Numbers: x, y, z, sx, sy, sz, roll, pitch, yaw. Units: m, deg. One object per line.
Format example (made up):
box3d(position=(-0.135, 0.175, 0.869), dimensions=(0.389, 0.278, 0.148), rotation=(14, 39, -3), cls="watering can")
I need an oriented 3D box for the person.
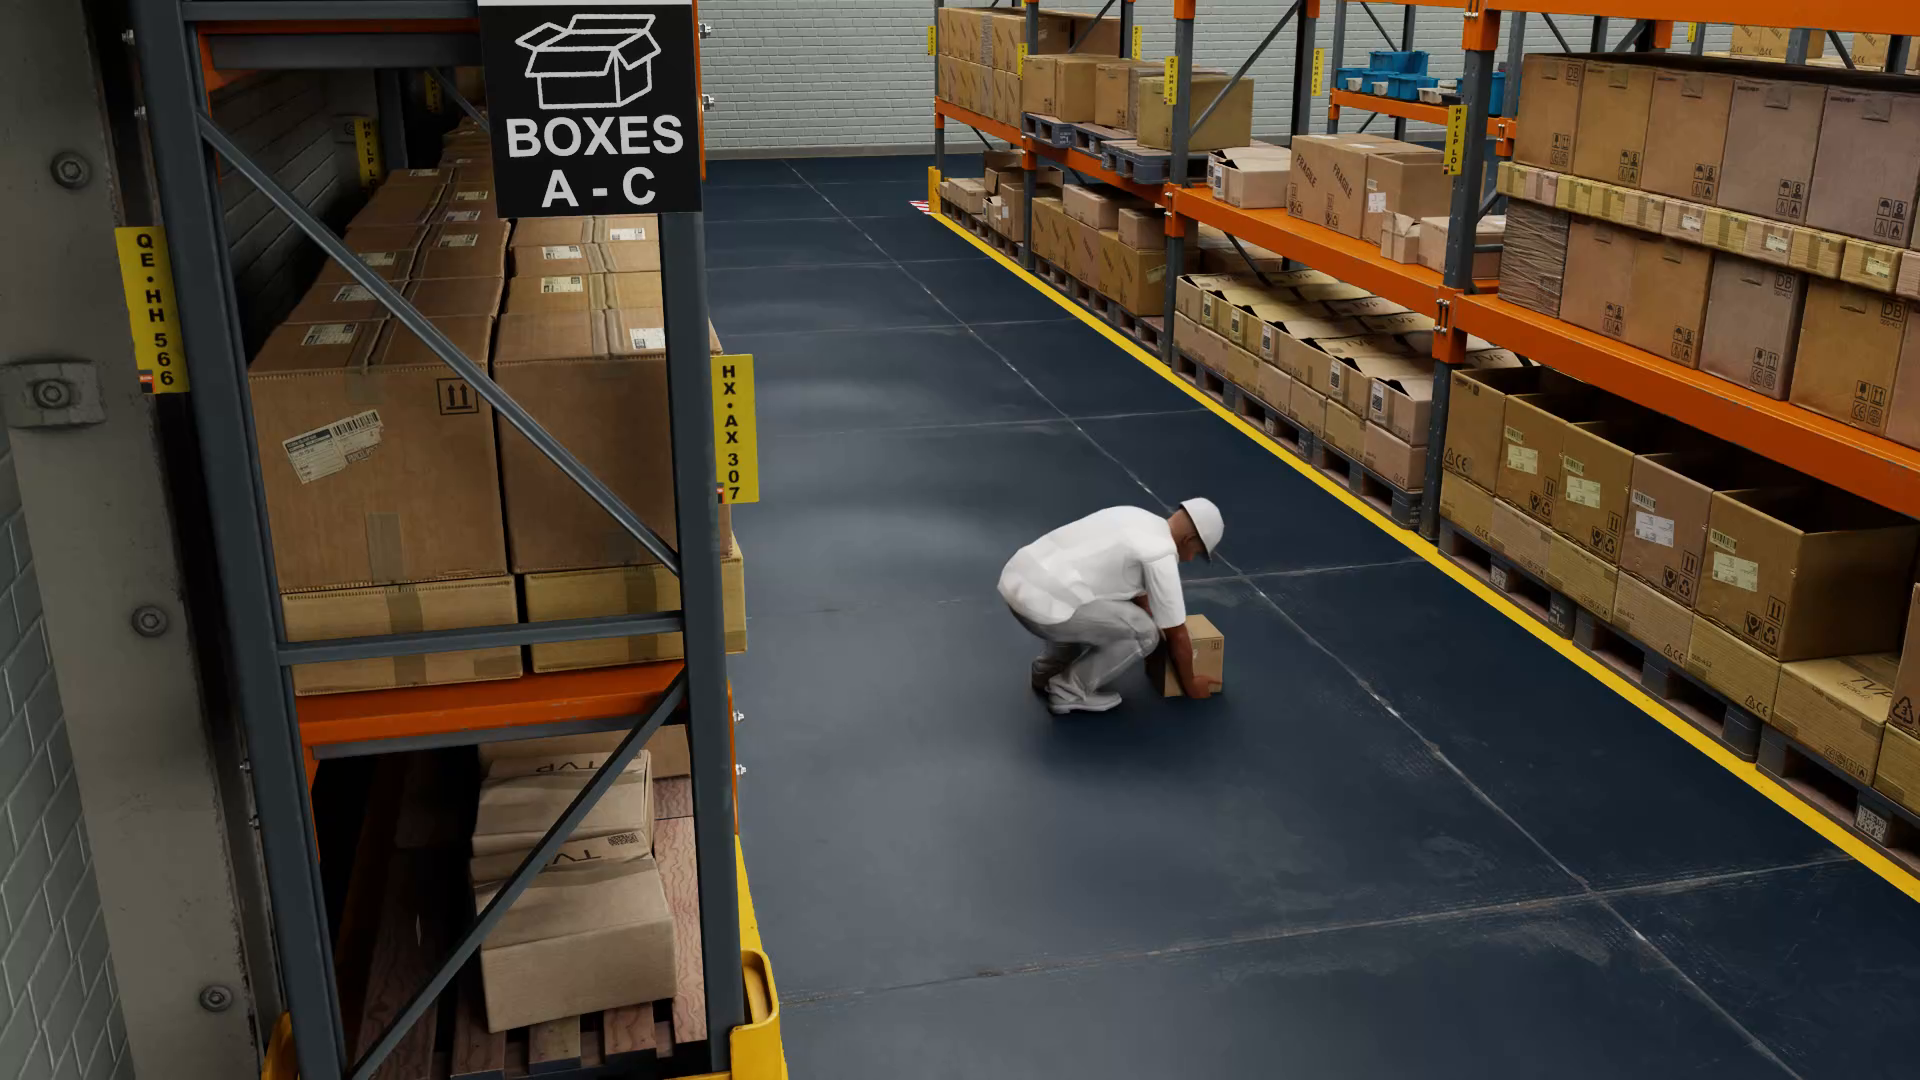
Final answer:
box3d(position=(0.625, 0.268, 6.811), dimensions=(0.949, 0.845, 0.534), rotation=(-5, 20, -14), cls="person")
